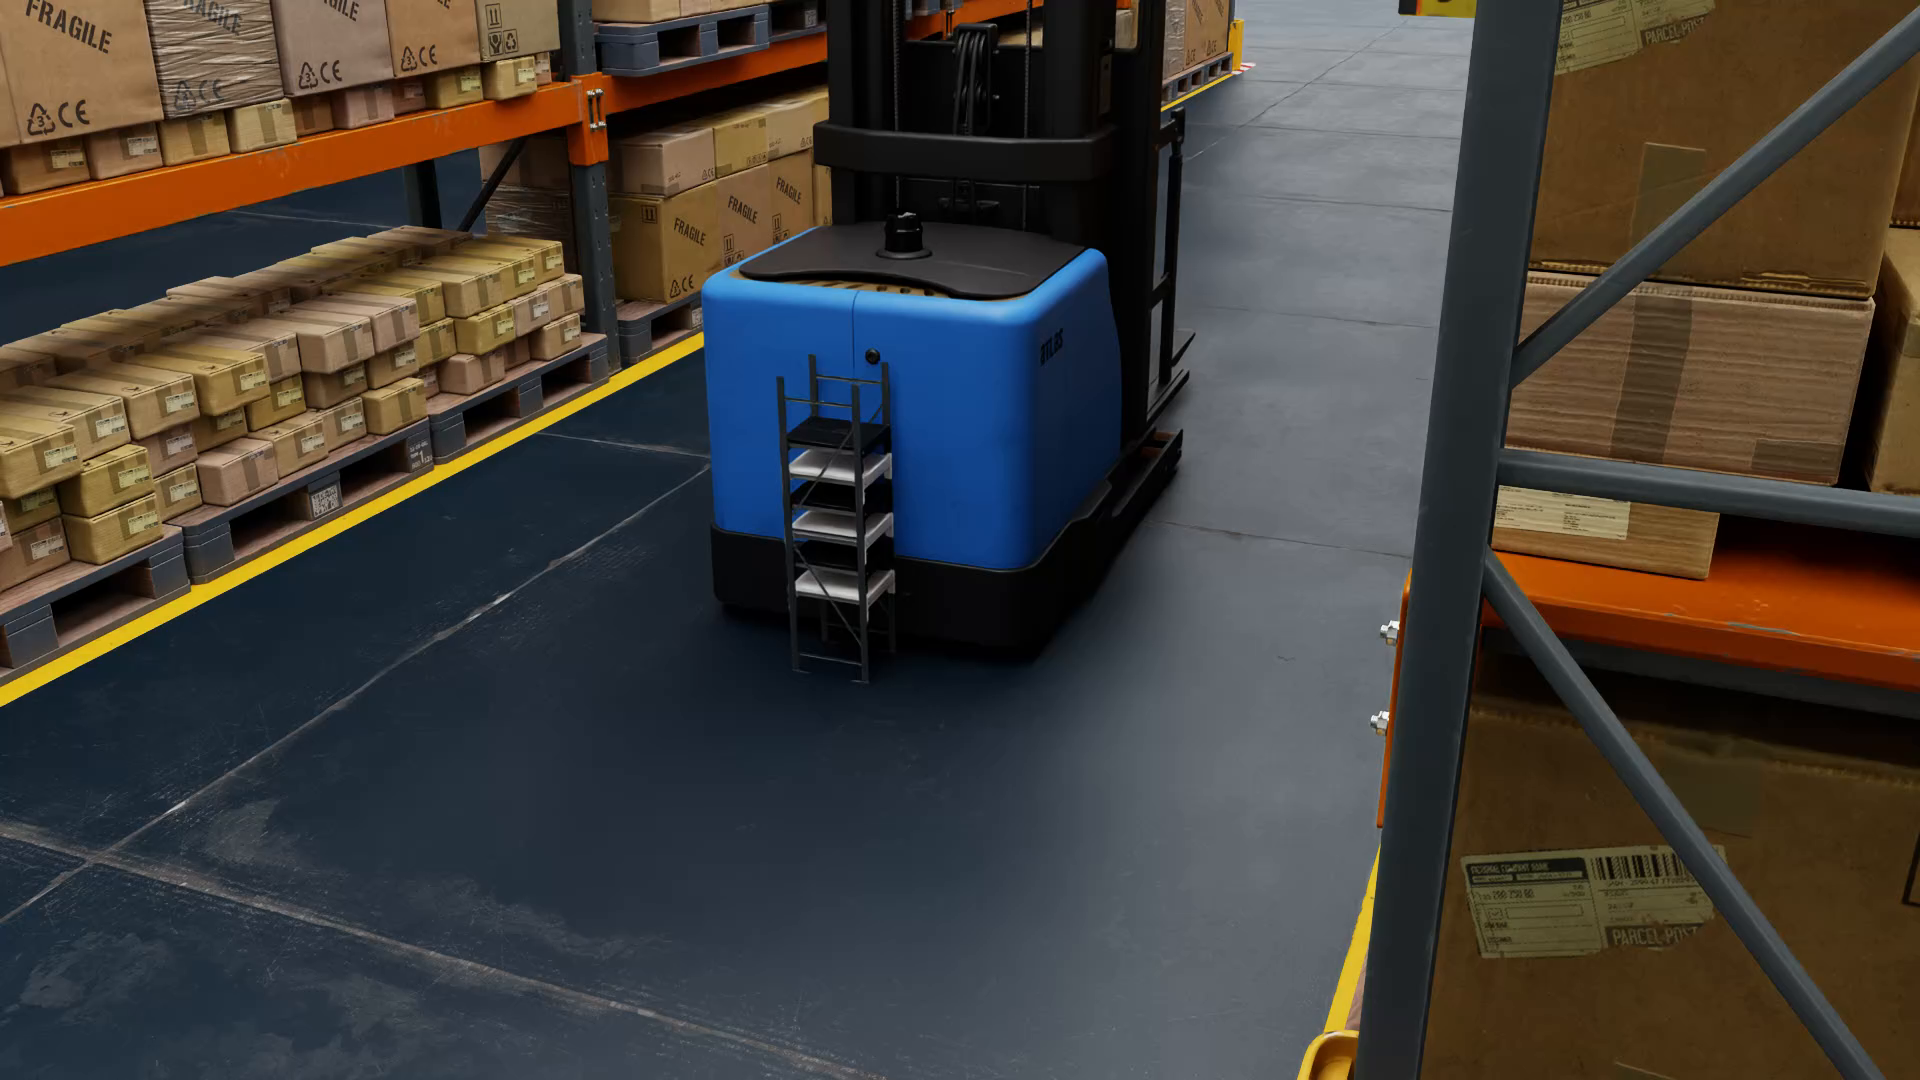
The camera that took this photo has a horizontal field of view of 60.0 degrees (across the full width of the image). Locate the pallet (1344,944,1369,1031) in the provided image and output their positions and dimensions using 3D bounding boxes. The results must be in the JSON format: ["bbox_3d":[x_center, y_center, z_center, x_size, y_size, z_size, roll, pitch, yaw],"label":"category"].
[{"bbox_3d":[1.277,0.965,3.166,1.003,0.211,1.213,9,24,20],"label":"pallet"}]

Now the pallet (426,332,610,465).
[{"bbox_3d":[-2.246,-0.670,7.080,1.003,0.211,1.213,9,24,20],"label":"pallet"}]

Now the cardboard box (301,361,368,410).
[{"bbox_3d":[-2.402,-0.600,6.062,0.380,0.149,0.250,8,24,18],"label":"cardboard box"}]

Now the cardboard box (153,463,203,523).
[{"bbox_3d":[-2.713,-0.167,5.411,0.380,0.149,0.250,9,24,20],"label":"cardboard box"}]

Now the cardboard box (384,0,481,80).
[{"bbox_3d":[-2.141,-1.986,6.098,0.500,0.500,0.500,8,24,19],"label":"cardboard box"}]

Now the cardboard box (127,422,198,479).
[{"bbox_3d":[-2.713,-0.312,5.373,0.380,0.149,0.250,8,24,18],"label":"cardboard box"}]

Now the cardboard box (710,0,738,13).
[{"bbox_3d":[-1.262,-2.544,7.730,0.380,0.149,0.250,9,24,20],"label":"cardboard box"}]

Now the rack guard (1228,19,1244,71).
[{"bbox_3d":[2.437,-5.352,17.913,1.175,0.500,0.348,9,24,20],"label":"rack guard"}]

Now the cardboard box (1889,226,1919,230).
[{"bbox_3d":[1.668,-0.413,2.655,0.500,0.250,0.500,8,24,19],"label":"cardboard box"}]

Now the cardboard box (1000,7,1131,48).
[{"bbox_3d":[0.795,-3.986,13.774,1.050,0.750,0.750,9,24,20],"label":"cardboard box"}]

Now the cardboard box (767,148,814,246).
[{"bbox_3d":[-1.132,-1.848,8.981,0.500,0.500,0.500,9,24,21],"label":"cardboard box"}]

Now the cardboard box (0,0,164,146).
[{"bbox_3d":[-2.723,-1.444,4.799,0.500,0.500,0.500,9,24,21],"label":"cardboard box"}]

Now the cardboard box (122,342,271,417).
[{"bbox_3d":[-2.535,-0.536,5.524,0.380,0.149,0.250,9,24,21],"label":"cardboard box"}]

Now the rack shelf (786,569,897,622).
[{"bbox_3d":[-0.339,0.142,4.789,0.258,0.077,0.200,8,25,19],"label":"rack shelf"}]

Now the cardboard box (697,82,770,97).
[{"bbox_3d":[-1.409,-2.451,9.452,0.500,0.250,0.500,9,24,20],"label":"cardboard box"}]

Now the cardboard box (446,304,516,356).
[{"bbox_3d":[-2.023,-0.862,6.691,0.380,0.149,0.250,8,24,18],"label":"cardboard box"}]

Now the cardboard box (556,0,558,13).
[{"bbox_3d":[-1.970,-2.544,7.729,0.380,0.149,0.250,9,24,20],"label":"cardboard box"}]

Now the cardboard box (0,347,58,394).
[{"bbox_3d":[-3.226,-0.530,5.508,0.380,0.149,0.250,10,25,22],"label":"cardboard box"}]

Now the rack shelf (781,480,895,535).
[{"bbox_3d":[-0.341,-0.105,4.679,0.258,0.077,0.200,8,25,19],"label":"rack shelf"}]

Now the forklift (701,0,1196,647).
[{"bbox_3d":[0.214,-1.580,5.731,1.130,2.935,3.031,8,24,18],"label":"forklift"}]

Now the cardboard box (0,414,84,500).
[{"bbox_3d":[-2.802,-0.250,4.839,0.380,0.149,0.250,9,24,20],"label":"cardboard box"}]

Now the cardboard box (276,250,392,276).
[{"bbox_3d":[-2.555,-1.074,6.811,0.380,0.149,0.250,8,24,19],"label":"cardboard box"}]

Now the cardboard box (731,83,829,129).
[{"bbox_3d":[-0.935,-2.376,9.271,0.500,0.250,0.500,9,24,21],"label":"cardboard box"}]

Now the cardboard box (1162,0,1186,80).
[{"bbox_3d":[1.572,-4.817,15.601,0.875,0.875,0.875,9,24,20],"label":"cardboard box"}]

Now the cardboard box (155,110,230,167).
[{"bbox_3d":[-2.558,-1.289,5.271,0.380,0.149,0.250,10,25,22],"label":"cardboard box"}]

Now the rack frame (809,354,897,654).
[{"bbox_3d":[-0.306,-0.092,4.789,0.240,0.900,0.006,8,25,19],"label":"rack frame"}]

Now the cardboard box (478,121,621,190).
[{"bbox_3d":[-1.987,-1.891,8.111,0.500,0.250,0.500,8,24,19],"label":"cardboard box"}]

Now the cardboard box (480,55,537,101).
[{"bbox_3d":[-1.913,-1.843,6.596,0.380,0.149,0.250,8,24,19],"label":"cardboard box"}]

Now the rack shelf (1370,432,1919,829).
[{"bbox_3d":[1.795,-0.408,3.769,1.077,0.370,4.000,9,24,20],"label":"rack shelf"}]

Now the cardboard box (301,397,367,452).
[{"bbox_3d":[-2.402,-0.437,6.059,0.380,0.149,0.250,9,24,21],"label":"cardboard box"}]

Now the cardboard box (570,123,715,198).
[{"bbox_3d":[-1.510,-1.815,7.929,0.500,0.250,0.500,8,24,18],"label":"cardboard box"}]

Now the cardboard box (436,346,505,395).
[{"bbox_3d":[-2.071,-0.707,6.704,0.380,0.149,0.250,8,24,18],"label":"cardboard box"}]

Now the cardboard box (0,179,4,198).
[{"bbox_3d":[-2.916,-1.022,4.631,0.380,0.149,0.250,10,25,23],"label":"cardboard box"}]

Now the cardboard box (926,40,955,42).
[{"bbox_3d":[-0.234,-2.994,11.401,1.050,0.750,0.750,8,24,19],"label":"cardboard box"}]

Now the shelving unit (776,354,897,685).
[{"bbox_3d":[-0.341,-0.053,4.702,0.258,0.900,0.210,8,25,19],"label":"shelving unit"}]

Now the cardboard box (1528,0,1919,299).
[{"bbox_3d":[0.989,-0.651,2.251,0.500,0.500,0.500,9,24,21],"label":"cardboard box"}]

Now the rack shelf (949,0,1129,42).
[{"bbox_3d":[0.199,-4.017,12.409,1.077,0.370,4.000,9,24,20],"label":"rack shelf"}]

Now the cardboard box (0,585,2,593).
[{"bbox_3d":[-3.002,0.104,4.763,0.380,0.149,0.250,9,24,20],"label":"cardboard box"}]

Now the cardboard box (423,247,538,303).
[{"bbox_3d":[-1.978,-1.093,6.858,0.380,0.149,0.250,9,24,21],"label":"cardboard box"}]

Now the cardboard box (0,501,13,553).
[{"bbox_3d":[-2.928,-0.027,4.691,0.380,0.149,0.250,9,24,20],"label":"cardboard box"}]

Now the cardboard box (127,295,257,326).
[{"bbox_3d":[-2.826,-0.788,6.128,0.380,0.149,0.250,8,24,18],"label":"cardboard box"}]

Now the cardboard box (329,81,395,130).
[{"bbox_3d":[-2.259,-1.565,5.932,0.380,0.149,0.250,8,24,18],"label":"cardboard box"}]

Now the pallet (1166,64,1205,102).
[{"bbox_3d":[1.749,-4.477,16.195,1.003,0.211,1.213,9,24,20],"label":"pallet"}]

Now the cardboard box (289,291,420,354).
[{"bbox_3d":[-2.247,-0.811,6.183,0.380,0.149,0.250,8,24,17],"label":"cardboard box"}]

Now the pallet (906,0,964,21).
[{"bbox_3d":[-0.709,-3.275,9.947,1.213,0.211,1.003,9,24,20],"label":"pallet"}]
